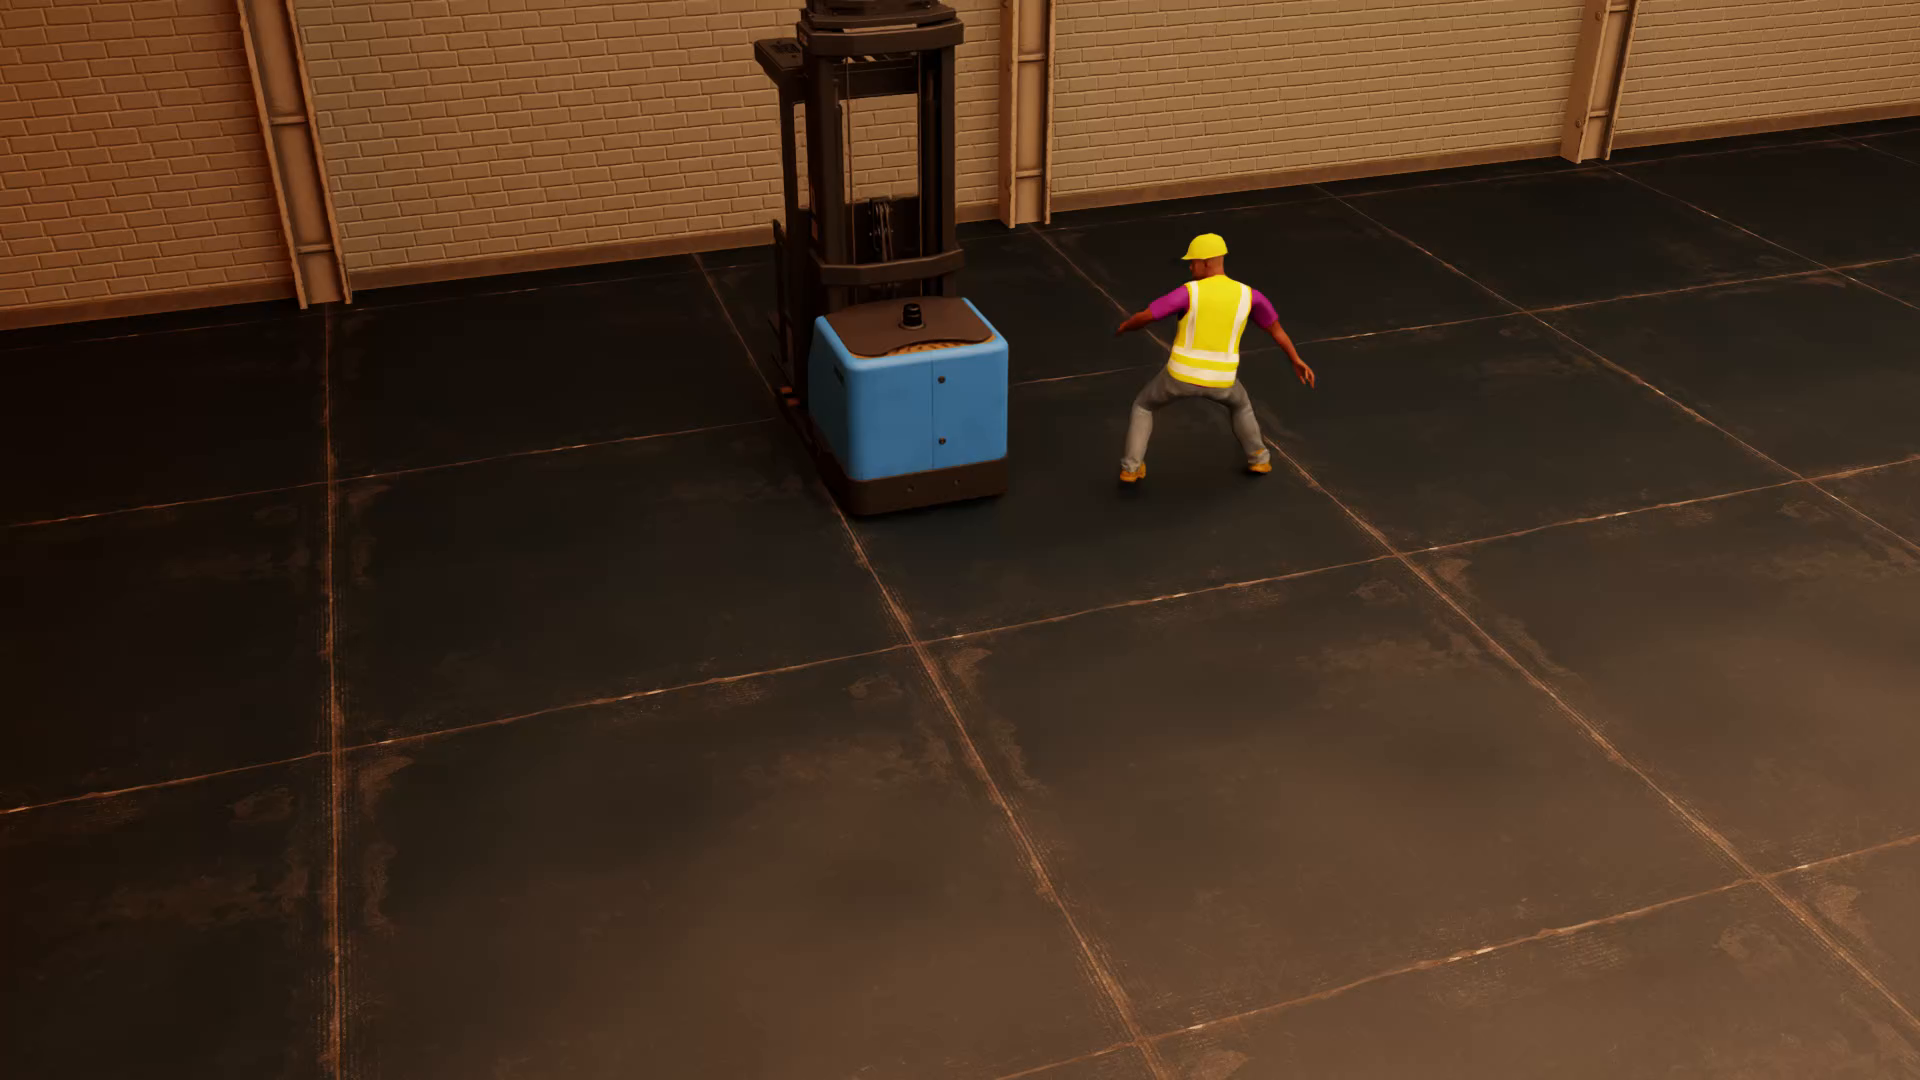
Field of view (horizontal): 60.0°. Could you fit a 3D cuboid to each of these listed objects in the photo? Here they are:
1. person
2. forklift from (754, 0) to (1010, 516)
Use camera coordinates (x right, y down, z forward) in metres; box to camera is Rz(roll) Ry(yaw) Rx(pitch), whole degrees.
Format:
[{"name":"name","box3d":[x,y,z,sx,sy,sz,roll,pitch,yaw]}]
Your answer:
[{"name":"person","box3d":[1.564,-1.111,10.281,1.194,1.540,0.523,0,30,0]},{"name":"forklift","box3d":[-0.651,-2.140,10.807,1.130,2.935,3.031,-10,31,-16]}]
